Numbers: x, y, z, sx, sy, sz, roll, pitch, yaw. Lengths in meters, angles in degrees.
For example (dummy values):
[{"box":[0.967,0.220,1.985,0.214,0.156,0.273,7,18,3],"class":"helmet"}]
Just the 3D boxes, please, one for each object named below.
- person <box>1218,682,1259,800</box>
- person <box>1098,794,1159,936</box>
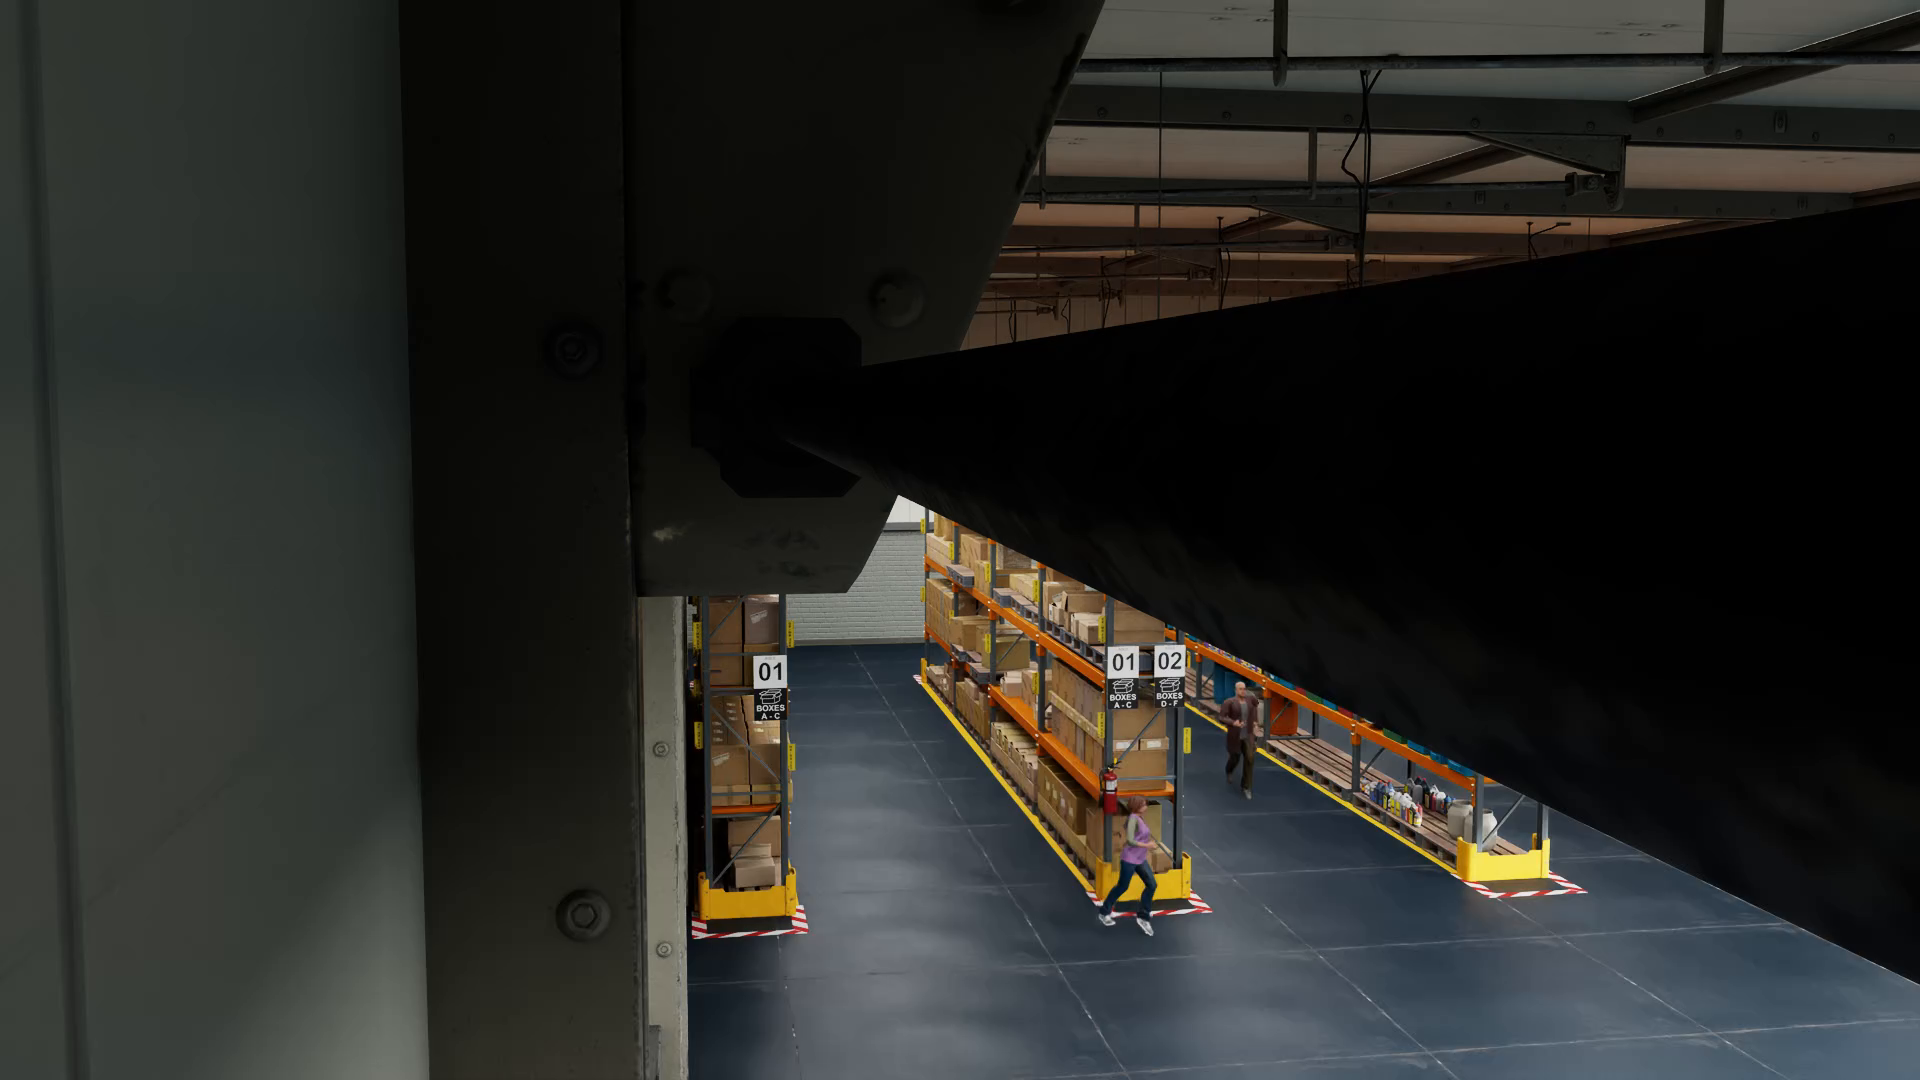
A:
[{"box":[4.422,3.144,26.384,0.742,1.836,1.008,-1,5,-13],"class":"person"},{"box":[2.020,3.813,19.685,0.696,1.619,0.584,2,6,26],"class":"person"}]
